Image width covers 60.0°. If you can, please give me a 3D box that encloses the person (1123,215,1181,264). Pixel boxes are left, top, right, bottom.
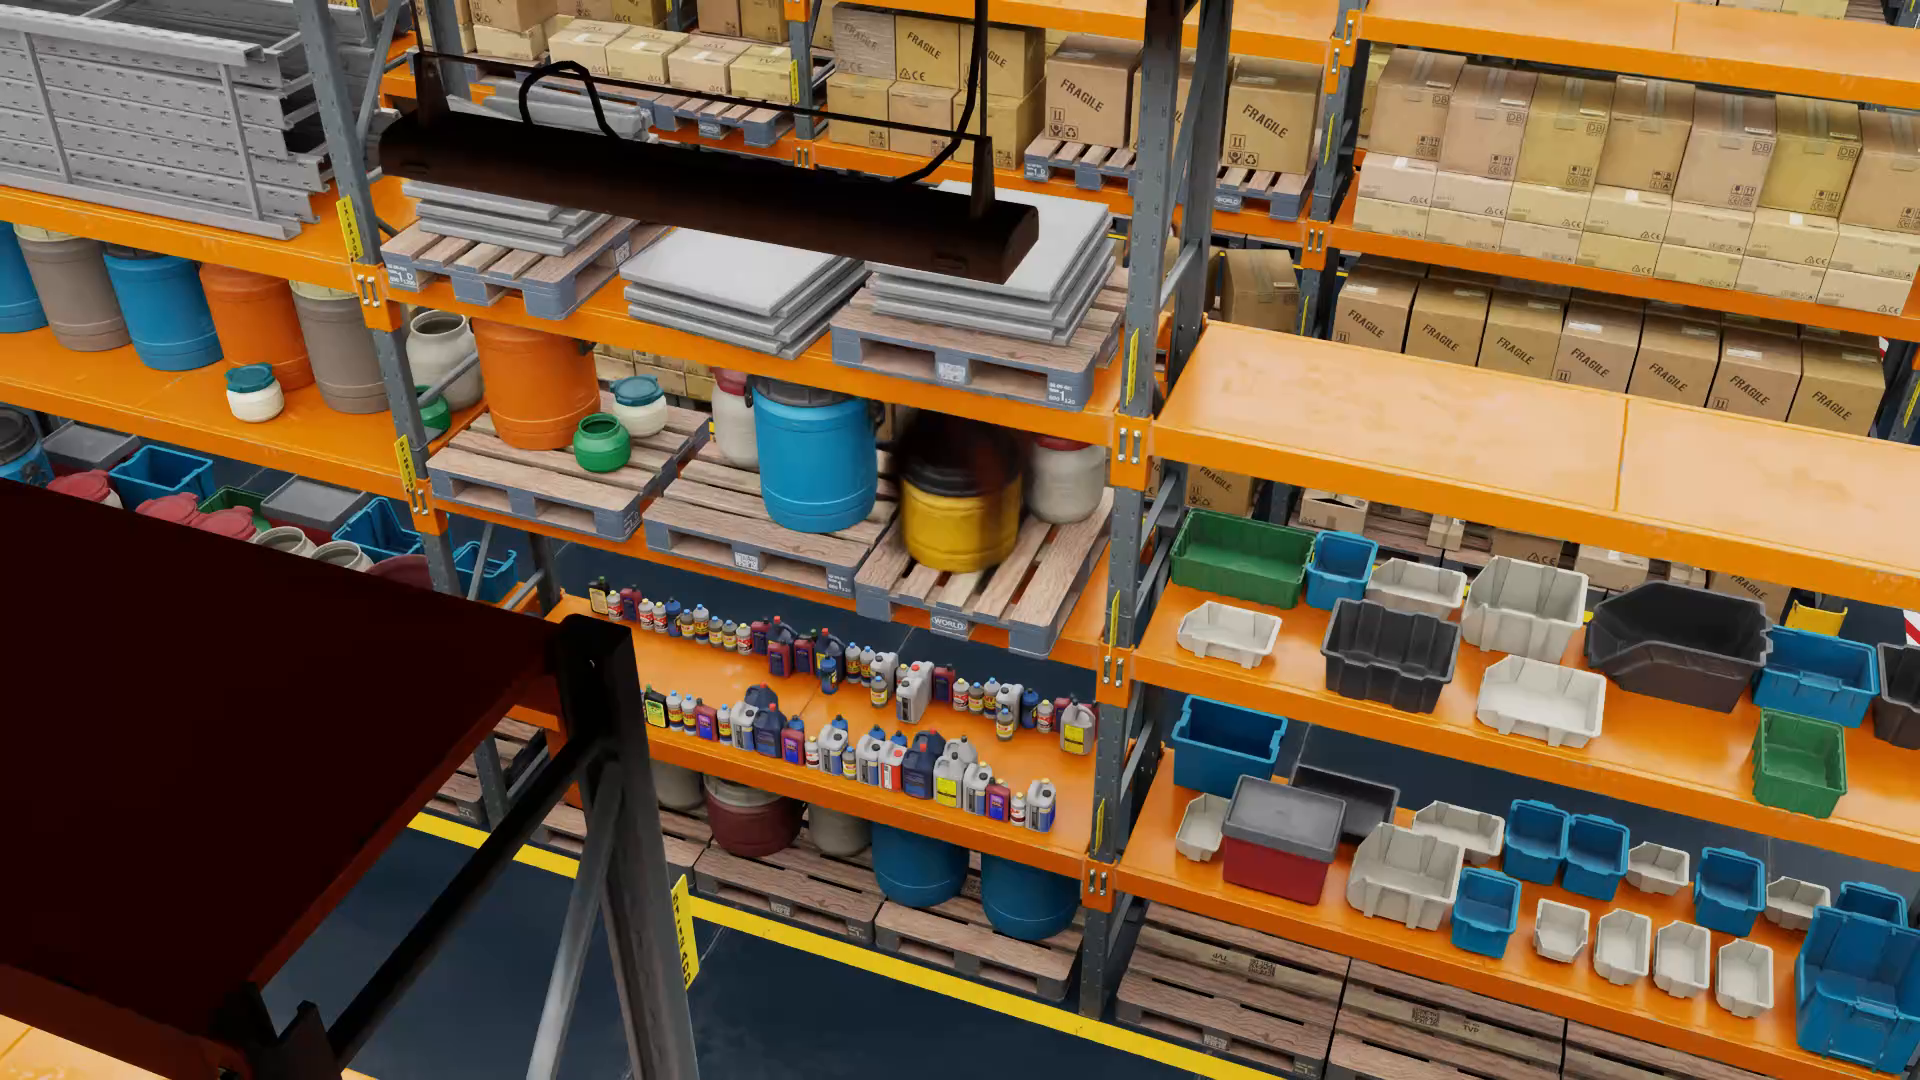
[{"bbox_3d":[1.840,-2.713,15.694,0.574,1.677,0.667,-24,43,-29],"label":"person"}]
